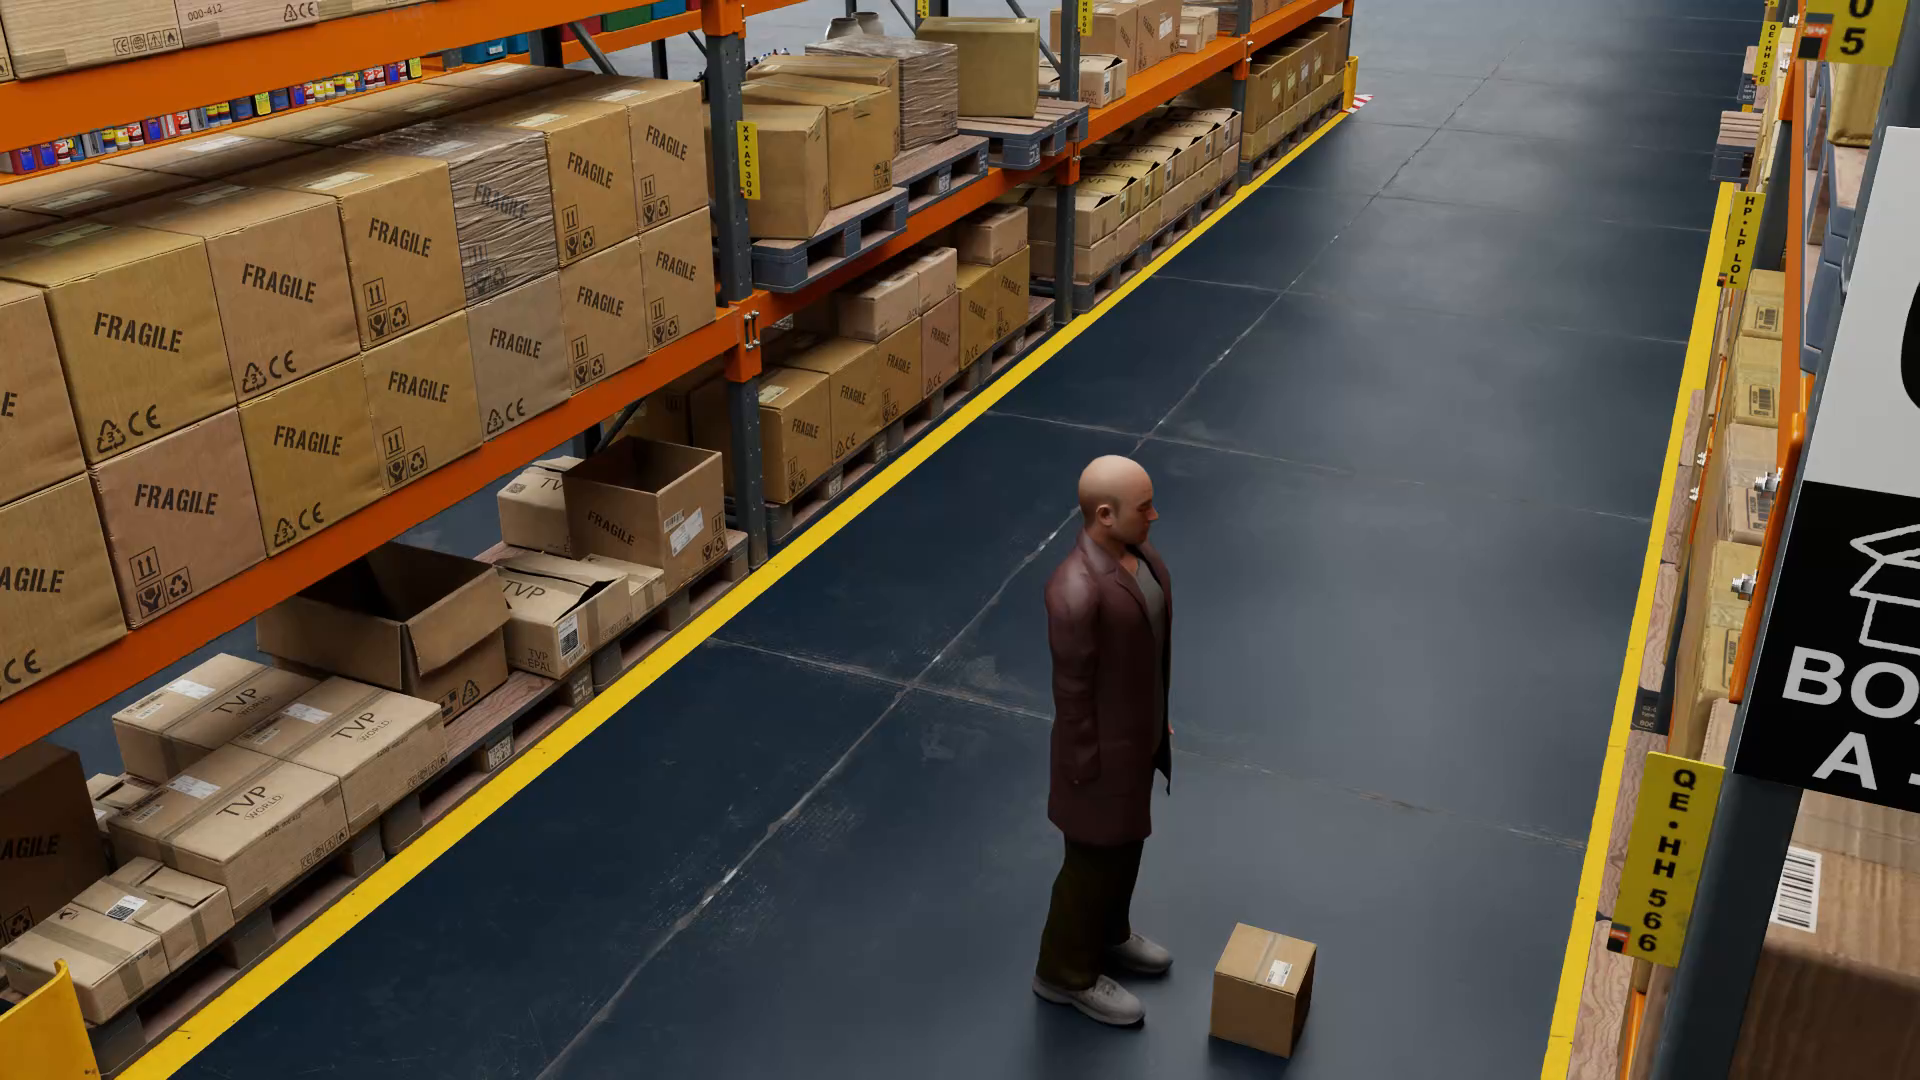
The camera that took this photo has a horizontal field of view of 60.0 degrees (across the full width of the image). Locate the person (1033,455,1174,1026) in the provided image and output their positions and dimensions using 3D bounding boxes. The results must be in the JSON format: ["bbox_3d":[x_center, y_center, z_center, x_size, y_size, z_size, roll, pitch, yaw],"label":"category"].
[{"bbox_3d":[0.466,0.585,4.919,0.380,1.779,0.560,12,28,23],"label":"person"}]
